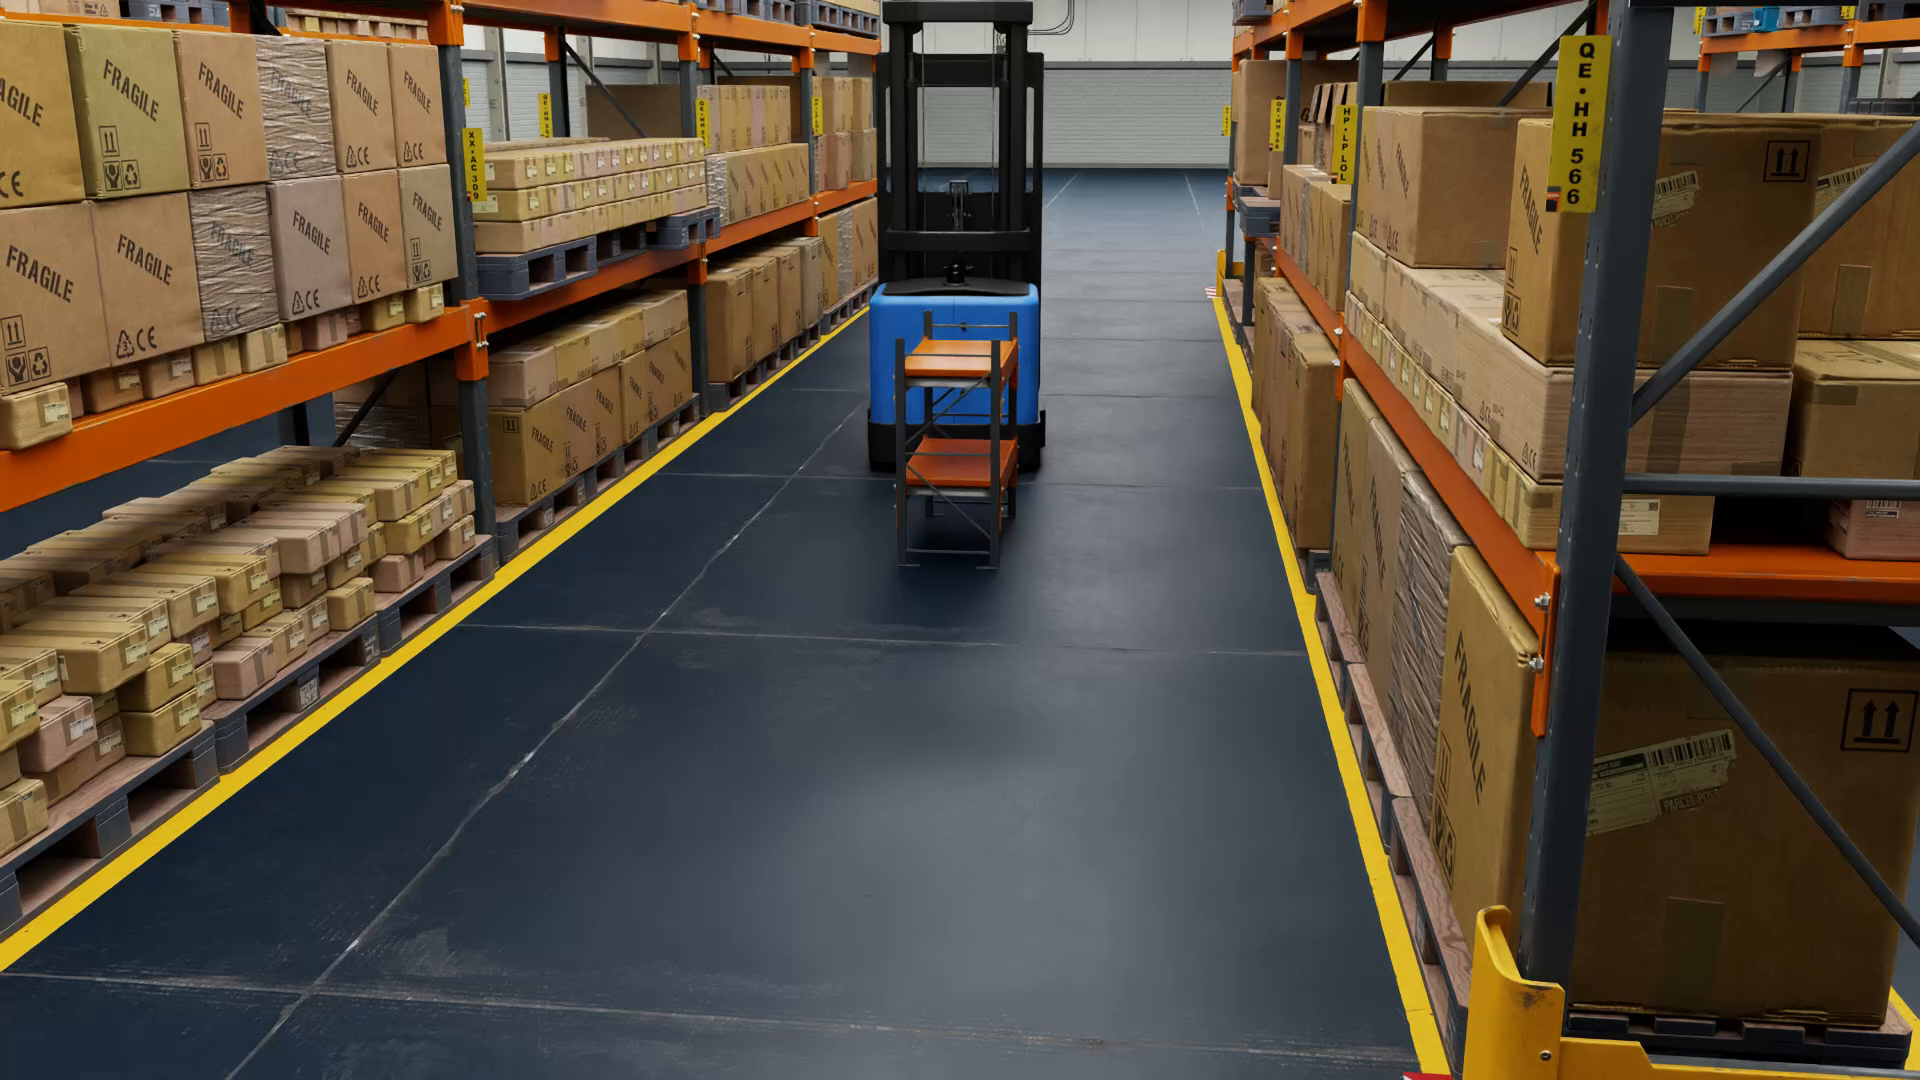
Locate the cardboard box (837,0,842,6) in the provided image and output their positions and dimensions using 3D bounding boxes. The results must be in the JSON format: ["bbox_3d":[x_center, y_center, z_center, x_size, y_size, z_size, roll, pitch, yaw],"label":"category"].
[{"bbox_3d":[-1.358,-5.304,16.270,0.380,0.149,0.250,1,15,5],"label":"cardboard box"}]

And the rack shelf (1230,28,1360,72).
[{"bbox_3d":[3.292,-4.825,16.392,1.077,0.370,4.000,2,15,6],"label":"rack shelf"}]

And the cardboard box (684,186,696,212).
[{"bbox_3d":[-1.930,-2.216,10.789,0.380,0.149,0.250,2,15,6],"label":"cardboard box"}]

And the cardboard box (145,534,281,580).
[{"bbox_3d":[-2.745,0.085,6.120,0.380,0.149,0.250,2,15,6],"label":"cardboard box"}]

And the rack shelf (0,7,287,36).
[{"bbox_3d":[-7.006,-4.080,13.635,1.077,0.370,4.000,2,15,6],"label":"rack shelf"}]

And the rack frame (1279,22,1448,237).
[{"bbox_3d":[2.615,-2.168,10.935,1.000,3.000,0.127,2,15,6],"label":"rack frame"}]

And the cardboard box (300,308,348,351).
[{"bbox_3d":[-2.617,-0.826,6.451,0.380,0.149,0.250,1,15,4],"label":"cardboard box"}]

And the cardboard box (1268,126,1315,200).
[{"bbox_3d":[2.600,-2.708,11.935,0.700,0.500,0.500,4,16,15],"label":"cardboard box"}]

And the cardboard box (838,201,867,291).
[{"bbox_3d":[-1.507,-3.187,17.966,0.875,0.875,0.875,1,15,5],"label":"cardboard box"}]

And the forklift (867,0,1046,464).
[{"bbox_3d":[0.006,-2.208,11.212,1.130,2.935,3.031,0,15,2],"label":"forklift"}]

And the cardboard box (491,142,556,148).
[{"bbox_3d":[-2.665,-2.323,10.043,0.380,0.149,0.250,2,15,9],"label":"cardboard box"}]

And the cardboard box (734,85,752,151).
[{"bbox_3d":[-2.072,-3.385,13.326,0.700,0.500,0.500,2,15,6],"label":"cardboard box"}]

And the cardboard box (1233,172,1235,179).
[{"bbox_3d":[2.983,-3.669,16.965,0.380,0.149,0.250,2,15,6],"label":"cardboard box"}]

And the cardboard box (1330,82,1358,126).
[{"bbox_3d":[2.371,-2.169,8.822,0.797,0.503,0.637,2,15,8],"label":"cardboard box"}]

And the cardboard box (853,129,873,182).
[{"bbox_3d":[-1.436,-4.247,18.335,0.875,0.550,0.550,2,15,6],"label":"cardboard box"}]

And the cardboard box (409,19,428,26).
[{"bbox_3d":[-6.190,-5.784,18.275,0.500,0.250,0.500,1,15,5],"label":"cardboard box"}]

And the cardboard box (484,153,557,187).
[{"bbox_3d":[-2.226,-1.833,8.231,0.380,0.149,0.250,2,15,8],"label":"cardboard box"}]

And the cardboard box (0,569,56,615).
[{"bbox_3d":[-3.341,0.205,5.676,0.380,0.149,0.250,2,15,8],"label":"cardboard box"}]

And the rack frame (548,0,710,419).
[{"bbox_3d":[-2.301,-2.341,11.572,1.000,3.000,0.127,2,15,6],"label":"rack frame"}]

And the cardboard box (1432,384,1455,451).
[{"bbox_3d":[1.539,-0.339,4.651,0.380,0.149,0.250,1,15,5],"label":"cardboard box"}]

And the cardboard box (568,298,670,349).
[{"bbox_3d":[-2.164,-1.382,10.575,0.500,0.250,0.500,2,15,7],"label":"cardboard box"}]

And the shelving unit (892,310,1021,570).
[{"bbox_3d":[-0.001,-0.541,8.509,0.538,1.125,1.048,2,15,6],"label":"shelving unit"}]

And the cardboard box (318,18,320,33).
[{"bbox_3d":[-6.498,-5.032,16.259,0.380,0.149,0.250,2,15,6],"label":"cardboard box"}]

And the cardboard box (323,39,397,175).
[{"bbox_3d":[-2.590,-1.714,6.576,0.500,0.500,0.500,1,15,4],"label":"cardboard box"}]

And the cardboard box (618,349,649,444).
[{"bbox_3d":[-2.222,-0.886,10.177,0.500,0.500,0.500,1,15,4],"label":"cardboard box"}]

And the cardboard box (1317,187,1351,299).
[{"bbox_3d":[2.008,-1.437,8.037,0.500,0.500,0.500,2,15,8],"label":"cardboard box"}]

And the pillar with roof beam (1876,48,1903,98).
[{"bbox_3d":[17.494,-12.846,38.929,9.100,9.000,0.400,2,15,6],"label":"pillar with roof beam"}]

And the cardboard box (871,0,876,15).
[{"bbox_3d":[-1.129,-5.832,18.221,0.380,0.149,0.250,2,15,7],"label":"cardboard box"}]

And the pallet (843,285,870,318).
[{"bbox_3d":[-1.551,-2.544,17.667,1.003,0.211,1.213,2,15,6],"label":"pallet"}]

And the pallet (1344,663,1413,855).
[{"bbox_3d":[1.865,0.727,5.568,1.003,0.211,1.213,2,15,6],"label":"pallet"}]

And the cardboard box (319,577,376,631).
[{"bbox_3d":[-2.575,0.250,6.646,0.380,0.149,0.250,2,15,6],"label":"cardboard box"}]

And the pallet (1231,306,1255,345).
[{"bbox_3d":[3.107,-2.035,15.783,1.003,0.211,1.213,2,15,6],"label":"pallet"}]

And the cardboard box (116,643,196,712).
[{"bbox_3d":[-2.727,0.437,5.387,0.380,0.149,0.250,2,15,8],"label":"cardboard box"}]

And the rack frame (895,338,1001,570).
[{"bbox_3d":[-0.058,-0.409,8.021,0.500,1.125,0.032,2,15,6],"label":"rack frame"}]

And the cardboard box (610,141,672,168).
[{"bbox_3d":[-1.988,-2.366,10.204,0.380,0.149,0.250,2,15,8],"label":"cardboard box"}]

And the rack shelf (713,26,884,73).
[{"bbox_3d":[-1.624,-4.998,17.029,1.077,0.370,4.000,2,15,6],"label":"rack shelf"}]

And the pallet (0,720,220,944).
[{"bbox_3d":[-3.069,0.851,5.111,1.003,0.211,1.213,2,15,6],"label":"pallet"}]

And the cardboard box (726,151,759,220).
[{"bbox_3d":[-1.871,-2.760,12.932,0.500,0.500,0.500,2,15,6],"label":"cardboard box"}]

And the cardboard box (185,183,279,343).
[{"bbox_3d":[-2.725,-0.965,5.721,0.500,0.500,0.500,1,15,5],"label":"cardboard box"}]

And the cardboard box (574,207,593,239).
[{"bbox_3d":[-2.164,-1.675,8.787,0.380,0.149,0.250,2,15,7],"label":"cardboard box"}]

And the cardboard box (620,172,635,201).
[{"bbox_3d":[-2.077,-2.023,9.502,0.380,0.149,0.250,1,15,5],"label":"cardboard box"}]

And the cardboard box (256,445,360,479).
[{"bbox_3d":[-2.998,-0.334,7.667,0.380,0.149,0.250,2,15,9],"label":"cardboard box"}]

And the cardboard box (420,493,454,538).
[{"bbox_3d":[-2.491,-0.112,7.416,0.380,0.149,0.250,1,15,4],"label":"cardboard box"}]

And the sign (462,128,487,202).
[{"bbox_3d":[-2.213,-1.707,7.570,0.100,0.325,0.005,2,15,6],"label":"sign"}]

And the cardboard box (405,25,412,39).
[{"bbox_3d":[-6.245,-5.564,18.227,0.380,0.149,0.250,2,15,7],"label":"cardboard box"}]

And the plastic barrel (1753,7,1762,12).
[{"bbox_3d":[8.511,-5.826,17.086,0.600,0.830,0.708,2,15,6],"label":"plastic barrel"}]

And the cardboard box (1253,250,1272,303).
[{"bbox_3d":[3.201,-2.617,16.576,0.500,0.500,0.500,0,15,1],"label":"cardboard box"}]

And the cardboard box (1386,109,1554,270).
[{"bbox_3d":[1.739,-1.185,5.578,0.500,0.500,0.500,1,15,4],"label":"cardboard box"}]

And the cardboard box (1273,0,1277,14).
[{"bbox_3d":[2.527,-3.934,12.004,0.500,0.250,0.500,2,15,8],"label":"cardboard box"}]

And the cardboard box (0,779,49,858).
[{"bbox_3d":[-2.827,0.781,4.683,0.380,0.149,0.250,2,15,7],"label":"cardboard box"}]

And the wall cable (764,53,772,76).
[{"bbox_3d":[-7.204,-14.429,50.734,3.097,2.526,0.112,2,15,6],"label":"wall cable"}]

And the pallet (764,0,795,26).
[{"bbox_3d":[-1.905,-4.494,14.157,0.805,0.209,1.217,1,15,4],"label":"pallet"}]

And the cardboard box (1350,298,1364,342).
[{"bbox_3d":[1.771,-0.875,6.631,0.380,0.149,0.250,1,15,4],"label":"cardboard box"}]

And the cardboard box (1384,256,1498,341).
[{"bbox_3d":[1.737,-0.825,5.683,0.500,0.250,0.500,2,15,8],"label":"cardboard box"}]
